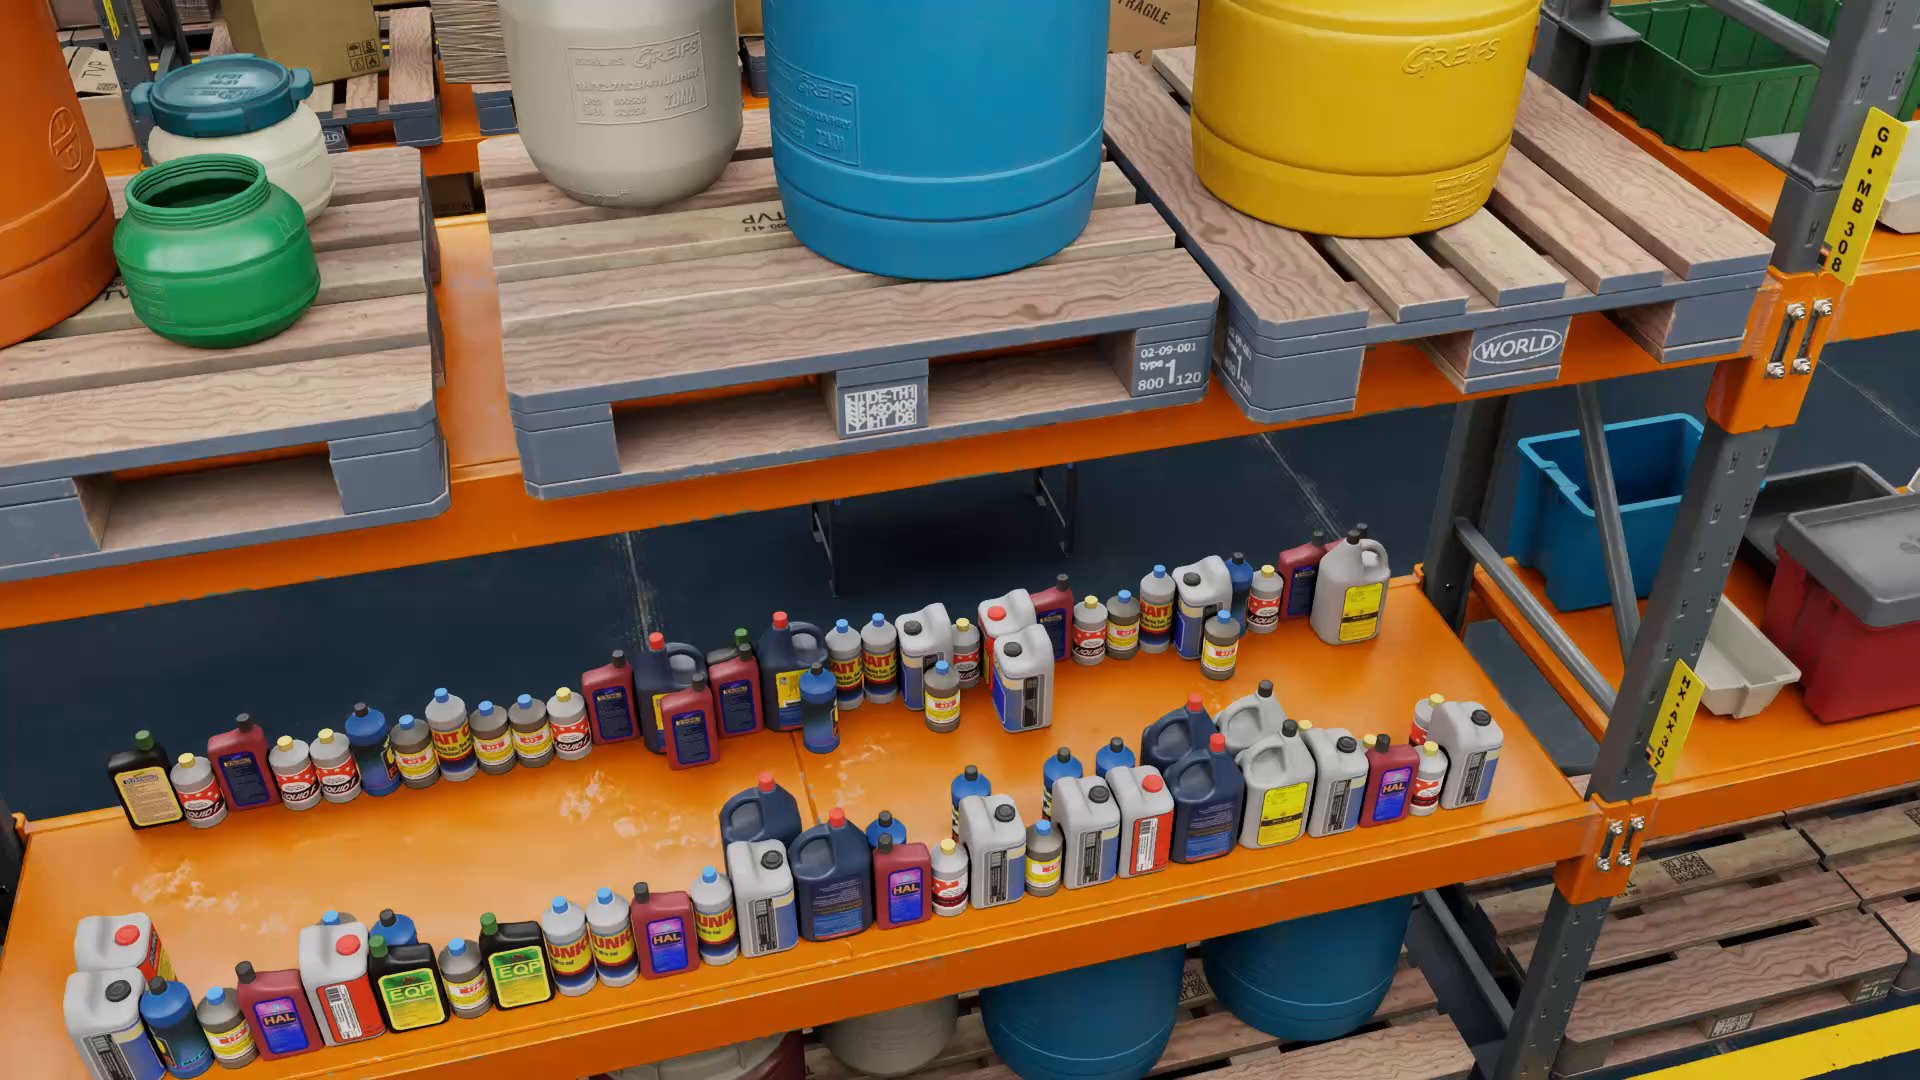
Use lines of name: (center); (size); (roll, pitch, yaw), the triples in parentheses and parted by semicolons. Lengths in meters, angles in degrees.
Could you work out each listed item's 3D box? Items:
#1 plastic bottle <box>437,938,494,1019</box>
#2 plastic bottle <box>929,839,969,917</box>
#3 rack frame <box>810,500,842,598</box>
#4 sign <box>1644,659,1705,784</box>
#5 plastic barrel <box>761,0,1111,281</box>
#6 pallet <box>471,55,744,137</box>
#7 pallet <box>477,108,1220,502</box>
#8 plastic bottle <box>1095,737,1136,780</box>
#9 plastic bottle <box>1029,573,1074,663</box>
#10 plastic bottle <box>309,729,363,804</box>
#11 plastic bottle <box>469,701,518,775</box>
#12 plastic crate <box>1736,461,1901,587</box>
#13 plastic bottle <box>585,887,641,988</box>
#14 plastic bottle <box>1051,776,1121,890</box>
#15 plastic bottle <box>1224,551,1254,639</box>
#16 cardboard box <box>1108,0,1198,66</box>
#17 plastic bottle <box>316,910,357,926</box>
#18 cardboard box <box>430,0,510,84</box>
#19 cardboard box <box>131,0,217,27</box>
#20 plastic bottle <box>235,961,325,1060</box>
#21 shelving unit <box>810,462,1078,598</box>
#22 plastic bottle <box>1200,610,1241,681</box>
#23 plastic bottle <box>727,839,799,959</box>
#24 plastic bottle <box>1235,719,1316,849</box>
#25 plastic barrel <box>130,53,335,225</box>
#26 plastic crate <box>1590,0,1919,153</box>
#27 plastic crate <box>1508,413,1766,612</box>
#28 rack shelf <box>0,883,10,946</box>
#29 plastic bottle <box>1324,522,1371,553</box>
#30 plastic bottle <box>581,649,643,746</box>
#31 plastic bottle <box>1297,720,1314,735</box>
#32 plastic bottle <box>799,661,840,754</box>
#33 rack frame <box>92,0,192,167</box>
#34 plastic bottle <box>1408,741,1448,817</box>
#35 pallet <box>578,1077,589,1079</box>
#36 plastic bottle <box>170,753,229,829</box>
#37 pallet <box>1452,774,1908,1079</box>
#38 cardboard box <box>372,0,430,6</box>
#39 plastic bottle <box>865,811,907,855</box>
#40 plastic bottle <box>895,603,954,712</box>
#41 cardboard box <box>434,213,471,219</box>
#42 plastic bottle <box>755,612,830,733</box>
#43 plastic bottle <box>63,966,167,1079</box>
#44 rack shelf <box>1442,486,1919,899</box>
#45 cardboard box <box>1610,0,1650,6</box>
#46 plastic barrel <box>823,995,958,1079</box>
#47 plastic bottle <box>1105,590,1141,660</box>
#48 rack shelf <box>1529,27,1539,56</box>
plastic bottle: (-1.099, 0.961, 3.689); (0.097, 0.201, 0.097); (0, 37, 0)
plastic bottle: (-0.028, 0.785, 3.918); (0.097, 0.201, 0.097); (0, 37, 0)
rack frame: (-0.573, -0.502, 6.671); (0.032, 1.500, 0.500); (-9, 38, -12)
sign: (1.708, 0.437, 3.982); (0.005, 0.325, 0.100); (-9, 38, -12)
plastic barrel: (-0.041, -0.973, 2.826); (0.708, 0.901, 0.600); (-9, 38, -12)
pallet: (-1.707, -2.283, 7.924); (1.213, 0.211, 1.003); (-9, 38, -12)
pallet: (-0.259, -0.529, 3.160); (1.213, 0.211, 1.003); (-9, 38, -12)
plastic bottle: (0.380, 0.595, 4.110); (0.097, 0.271, 0.097); (0, 37, 0)
plastic bottle: (0.244, 0.219, 4.591); (0.133, 0.283, 0.061); (-9, 38, -12)
plastic bottle: (-1.583, 0.563, 4.209); (0.097, 0.201, 0.097); (0, 37, 0)
plastic bottle: (-1.207, 0.501, 4.290); (0.097, 0.201, 0.097); (0, 37, 0)
plastic crate: (2.577, -0.025, 4.991); (0.590, 0.125, 0.437); (-9, 38, -12)
plastic bottle: (-0.782, 0.881, 3.735); (0.097, 0.271, 0.097); (0, 37, 0)
plastic bottle: (0.301, 0.684, 3.989); (0.135, 0.276, 0.152); (-9, 38, -12)
plastic bottle: (0.772, 0.149, 4.693); (0.097, 0.271, 0.097); (0, 37, 0)
cardboard box: (0.842, -2.643, 8.154); (0.500, 0.500, 0.500); (-8, 38, -11)
plastic bottle: (-1.397, 0.914, 3.750); (0.097, 0.201, 0.097); (0, 37, 0)
cardboard box: (-2.072, -2.454, 7.561); (0.500, 0.500, 0.700); (-3, 37, -3)
cardboard box: (-5.560, -3.991, 11.693); (0.500, 0.500, 0.700); (-9, 38, -11)
plastic bottle: (-1.464, 1.000, 3.570); (0.133, 0.283, 0.061); (-9, 38, -12)
shelving unit: (-0.082, -0.582, 6.777); (1.048, 1.500, 0.538); (-9, 38, -12)
plastic bottle: (0.718, 0.281, 4.577); (0.097, 0.201, 0.097); (0, 37, 0)
plastic bottle: (-0.454, 0.808, 3.827); (0.135, 0.276, 0.152); (-9, 38, -12)
plastic bottle: (0.764, 0.581, 4.062); (0.185, 0.351, 0.144); (-9, 38, -12)
plastic barrel: (-1.298, -0.701, 2.997); (0.301, 0.262, 0.301); (0, 37, 0)
plastic crate: (1.897, -1.128, 3.961); (0.662, 0.188, 0.450); (-9, 38, -12)
plastic crate: (1.928, -0.067, 4.833); (0.575, 0.384, 0.392); (-9, 38, -12)
rack shelf: (-4.226, 1.460, 3.464); (4.000, 0.370, 1.077); (-9, 38, -12)
plastic bottle: (1.101, 0.078, 4.775); (0.133, 0.283, 0.061); (-9, 38, -12)
plastic bottle: (-0.912, 0.409, 4.343); (0.133, 0.283, 0.061); (-9, 38, -12)
plastic bottle: (0.867, 0.543, 4.235); (0.097, 0.201, 0.097); (0, 37, 0)
plastic bottle: (-0.367, 0.426, 4.330); (0.097, 0.271, 0.097); (0, 37, 0)
rack frame: (-3.583, -2.048, 7.459); (0.127, 3.000, 1.000); (-9, 38, -12)
plastic bottle: (1.166, 0.589, 4.174); (0.097, 0.201, 0.097); (0, 37, 0)
pallet: (-1.545, 1.816, 4.702); (1.213, 0.211, 1.003); (-9, 38, -12)
plastic bottle: (-1.900, 0.615, 4.141); (0.097, 0.201, 0.097); (0, 37, 0)
pallet: (2.266, 1.192, 5.518); (1.213, 0.211, 1.003); (-9, 38, -12)
cardboard box: (-4.134, -4.306, 11.834); (0.750, 0.750, 0.750); (-10, 38, -13)
plastic bottle: (-0.172, 0.743, 3.916); (0.097, 0.271, 0.097); (0, 37, 0)
plastic bottle: (-0.097, 0.307, 4.483); (0.135, 0.276, 0.152); (-9, 38, -12)
cardboard box: (-2.565, -1.221, 8.073); (0.500, 0.500, 0.500); (-11, 39, -14)
plastic bottle: (-0.441, 0.331, 4.389); (0.185, 0.351, 0.144); (-9, 38, -12)
plastic bottle: (-1.793, 1.028, 3.539); (0.135, 0.276, 0.152); (-9, 38, -12)
rack shelf: (3.497, 0.193, 5.121); (4.000, 0.370, 1.077); (-9, 38, -12)
cardboard box: (3.279, -3.041, 8.674); (0.500, 0.500, 0.500); (-9, 38, -12)
plastic barrel: (-0.215, 1.271, 4.822); (0.421, 0.512, 0.421); (0, 37, 0)
plastic bottle: (0.454, 0.228, 4.646); (0.097, 0.201, 0.097); (0, 37, 0)
rack shelf: (2.210, -2.713, 8.920); (4.000, 0.370, 1.077); (-9, 38, -12)
